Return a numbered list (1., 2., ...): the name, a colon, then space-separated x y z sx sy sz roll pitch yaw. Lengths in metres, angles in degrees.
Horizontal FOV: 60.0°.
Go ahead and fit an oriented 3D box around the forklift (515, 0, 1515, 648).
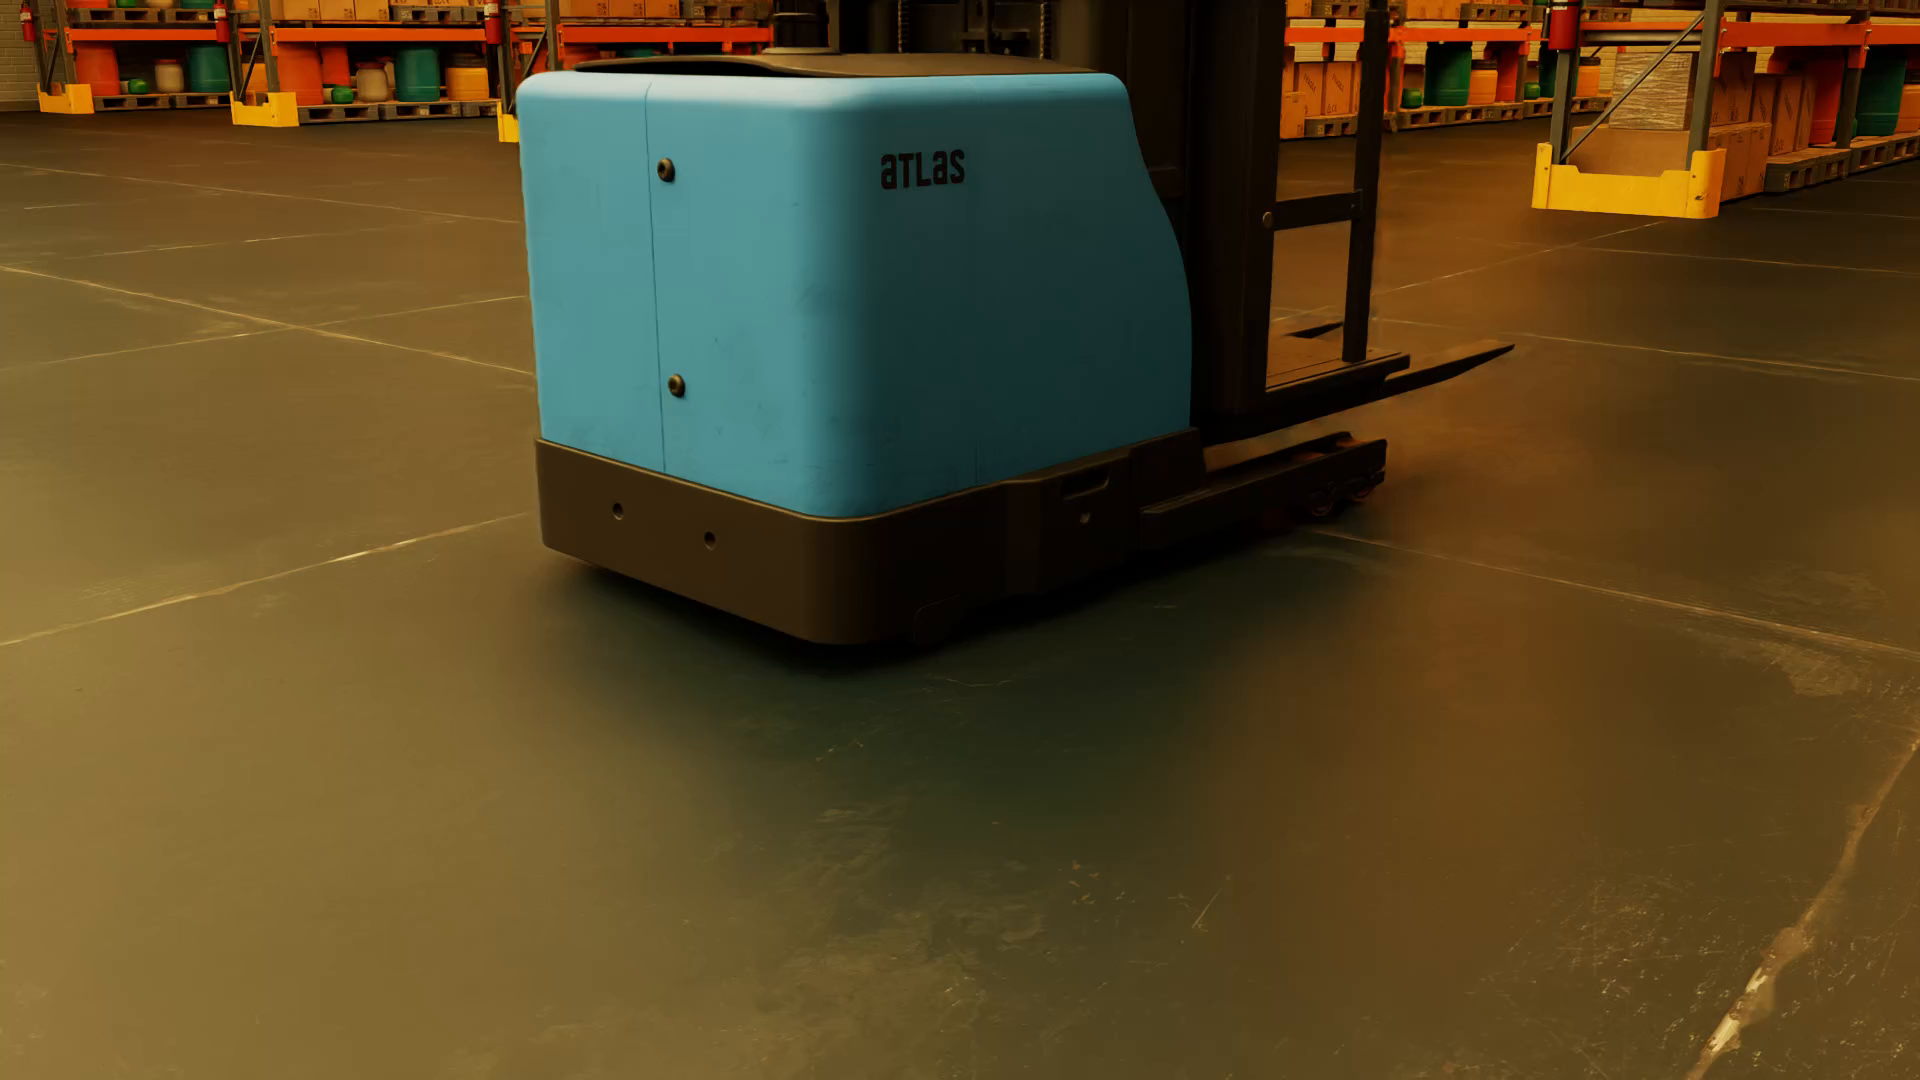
1. forklift: 0.450 -1.550 4.002 1.130 2.935 3.031 15 23 41
